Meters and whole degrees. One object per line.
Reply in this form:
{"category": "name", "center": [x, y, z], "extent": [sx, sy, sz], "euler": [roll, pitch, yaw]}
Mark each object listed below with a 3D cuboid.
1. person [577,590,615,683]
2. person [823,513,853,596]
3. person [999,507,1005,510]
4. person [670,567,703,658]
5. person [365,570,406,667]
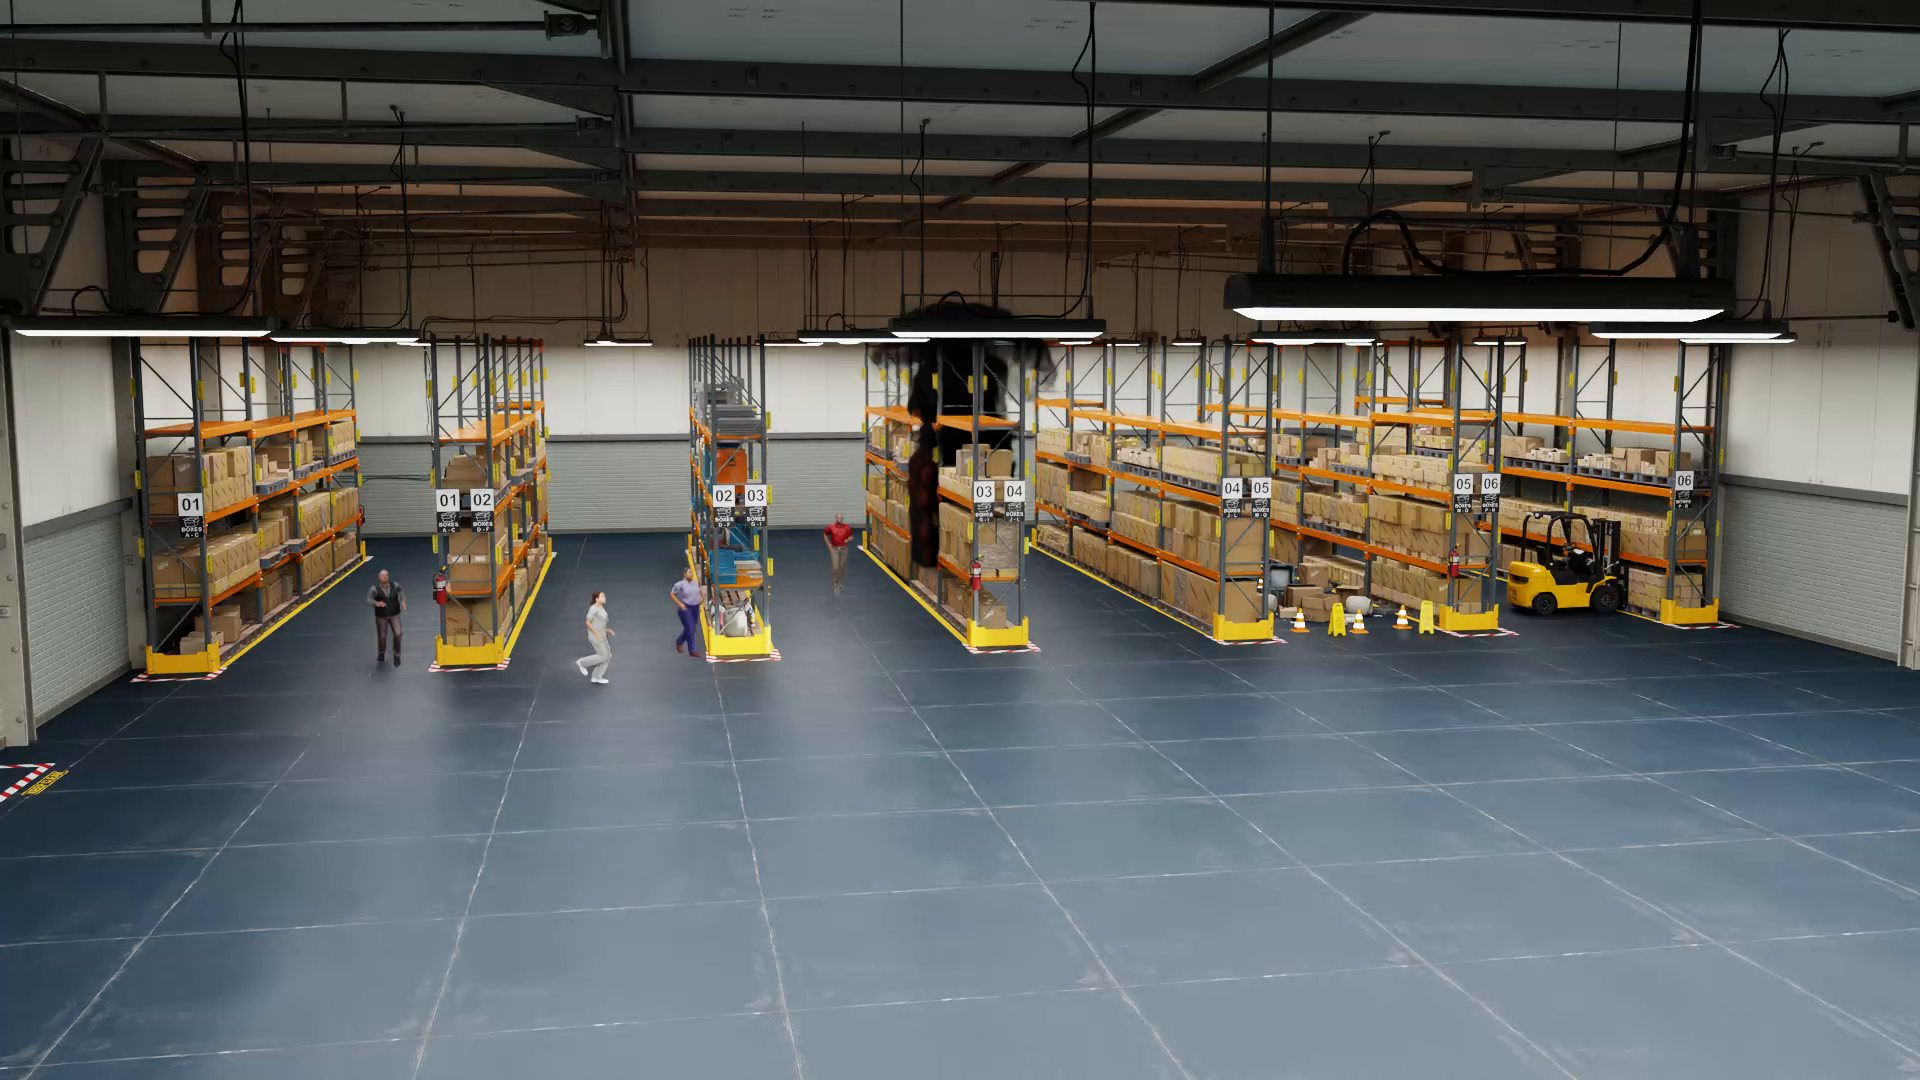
{"category": "person", "center": [-6.274, 1.658, 28.599], "extent": [0.602, 1.619, 0.548], "euler": [1, 7, 11]}
{"category": "person", "center": [-2.714, 0.314, 37.446], "extent": [0.648, 1.829, 0.667], "euler": [-2, 7, -18]}
{"category": "person", "center": [1.204, -0.416, 46.090], "extent": [0.710, 1.726, 0.693], "euler": [-1, 7, -11]}
{"category": "person", "center": [-4.963, 1.304, 30.343], "extent": [0.837, 1.615, 0.622], "euler": [6, 9, 40]}
{"category": "person", "center": [-10.417, 1.413, 30.190], "extent": [0.713, 1.767, 0.746], "euler": [-3, 7, -27]}
